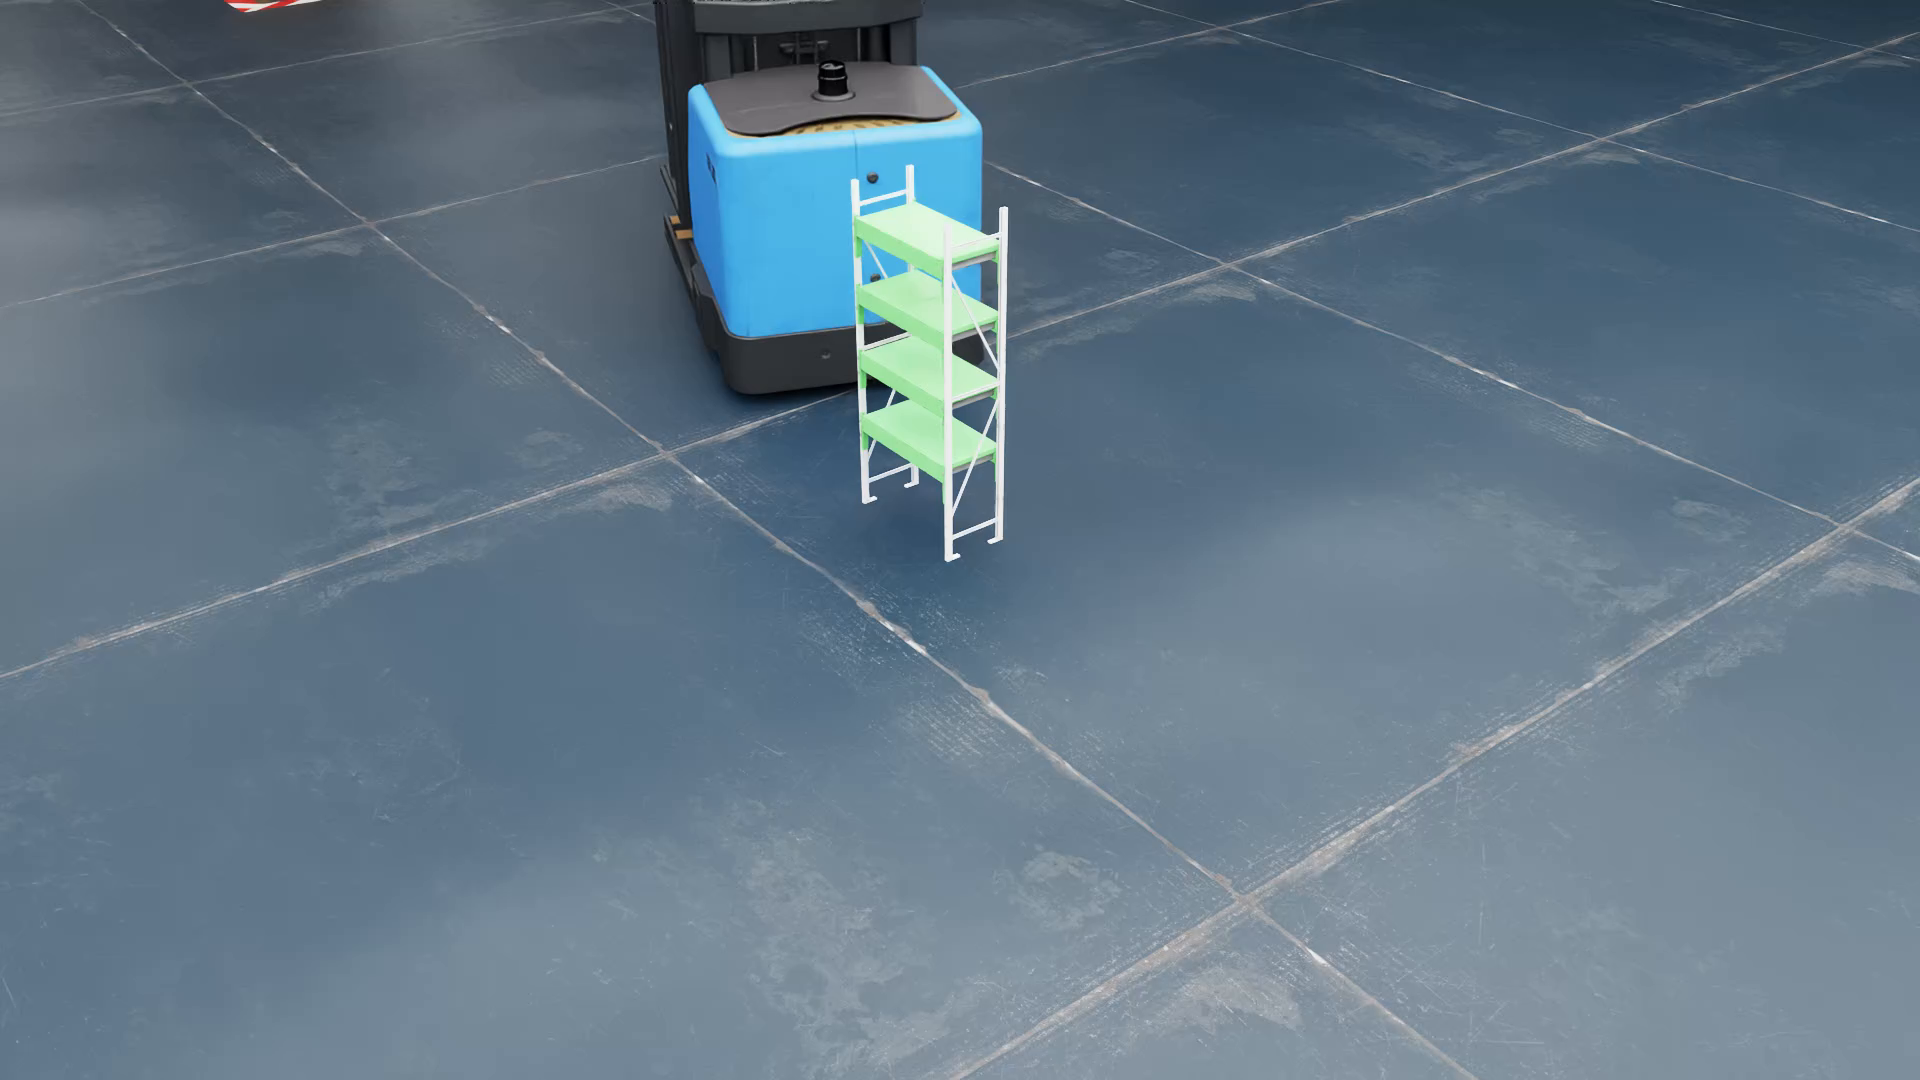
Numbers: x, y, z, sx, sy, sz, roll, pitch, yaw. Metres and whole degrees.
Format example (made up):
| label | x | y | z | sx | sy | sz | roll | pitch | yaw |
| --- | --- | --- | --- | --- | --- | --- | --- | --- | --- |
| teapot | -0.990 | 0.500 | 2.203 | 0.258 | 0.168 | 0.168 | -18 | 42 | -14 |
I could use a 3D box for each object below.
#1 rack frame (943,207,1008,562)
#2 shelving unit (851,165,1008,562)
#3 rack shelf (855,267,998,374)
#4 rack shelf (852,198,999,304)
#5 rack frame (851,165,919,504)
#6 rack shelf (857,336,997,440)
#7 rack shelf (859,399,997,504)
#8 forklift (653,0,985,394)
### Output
| label | x | y | z | sx | sy | sz | roll | pitch | yaw |
| --- | --- | --- | --- | --- | --- | --- | --- | --- | --- |
| rack frame | 0.048 | -0.477 | 5.381 | 0.240 | 1.200 | 0.015 | -22 | 38 | -31 |
| shelving unit | -0.102 | -0.579 | 5.545 | 0.258 | 1.200 | 0.503 | -22 | 38 | -31 |
| rack shelf | -0.101 | -0.728 | 5.452 | 0.258 | 0.148 | 0.480 | -22 | 38 | -31 |
| rack shelf | -0.101 | -0.932 | 5.325 | 0.258 | 0.148 | 0.480 | -22 | 38 | -31 |
| rack frame | -0.251 | -0.680 | 5.708 | 0.240 | 1.200 | 0.015 | -22 | 38 | -31 |
| rack shelf | -0.102 | -0.524 | 5.578 | 0.258 | 0.148 | 0.480 | -22 | 38 | -31 |
| rack shelf | -0.102 | -0.321 | 5.705 | 0.258 | 0.148 | 0.480 | -22 | 38 | -31 |
| forklift | -0.793 | -2.587 | 7.137 | 1.130 | 2.935 | 3.031 | -9 | 33 | -13 |
